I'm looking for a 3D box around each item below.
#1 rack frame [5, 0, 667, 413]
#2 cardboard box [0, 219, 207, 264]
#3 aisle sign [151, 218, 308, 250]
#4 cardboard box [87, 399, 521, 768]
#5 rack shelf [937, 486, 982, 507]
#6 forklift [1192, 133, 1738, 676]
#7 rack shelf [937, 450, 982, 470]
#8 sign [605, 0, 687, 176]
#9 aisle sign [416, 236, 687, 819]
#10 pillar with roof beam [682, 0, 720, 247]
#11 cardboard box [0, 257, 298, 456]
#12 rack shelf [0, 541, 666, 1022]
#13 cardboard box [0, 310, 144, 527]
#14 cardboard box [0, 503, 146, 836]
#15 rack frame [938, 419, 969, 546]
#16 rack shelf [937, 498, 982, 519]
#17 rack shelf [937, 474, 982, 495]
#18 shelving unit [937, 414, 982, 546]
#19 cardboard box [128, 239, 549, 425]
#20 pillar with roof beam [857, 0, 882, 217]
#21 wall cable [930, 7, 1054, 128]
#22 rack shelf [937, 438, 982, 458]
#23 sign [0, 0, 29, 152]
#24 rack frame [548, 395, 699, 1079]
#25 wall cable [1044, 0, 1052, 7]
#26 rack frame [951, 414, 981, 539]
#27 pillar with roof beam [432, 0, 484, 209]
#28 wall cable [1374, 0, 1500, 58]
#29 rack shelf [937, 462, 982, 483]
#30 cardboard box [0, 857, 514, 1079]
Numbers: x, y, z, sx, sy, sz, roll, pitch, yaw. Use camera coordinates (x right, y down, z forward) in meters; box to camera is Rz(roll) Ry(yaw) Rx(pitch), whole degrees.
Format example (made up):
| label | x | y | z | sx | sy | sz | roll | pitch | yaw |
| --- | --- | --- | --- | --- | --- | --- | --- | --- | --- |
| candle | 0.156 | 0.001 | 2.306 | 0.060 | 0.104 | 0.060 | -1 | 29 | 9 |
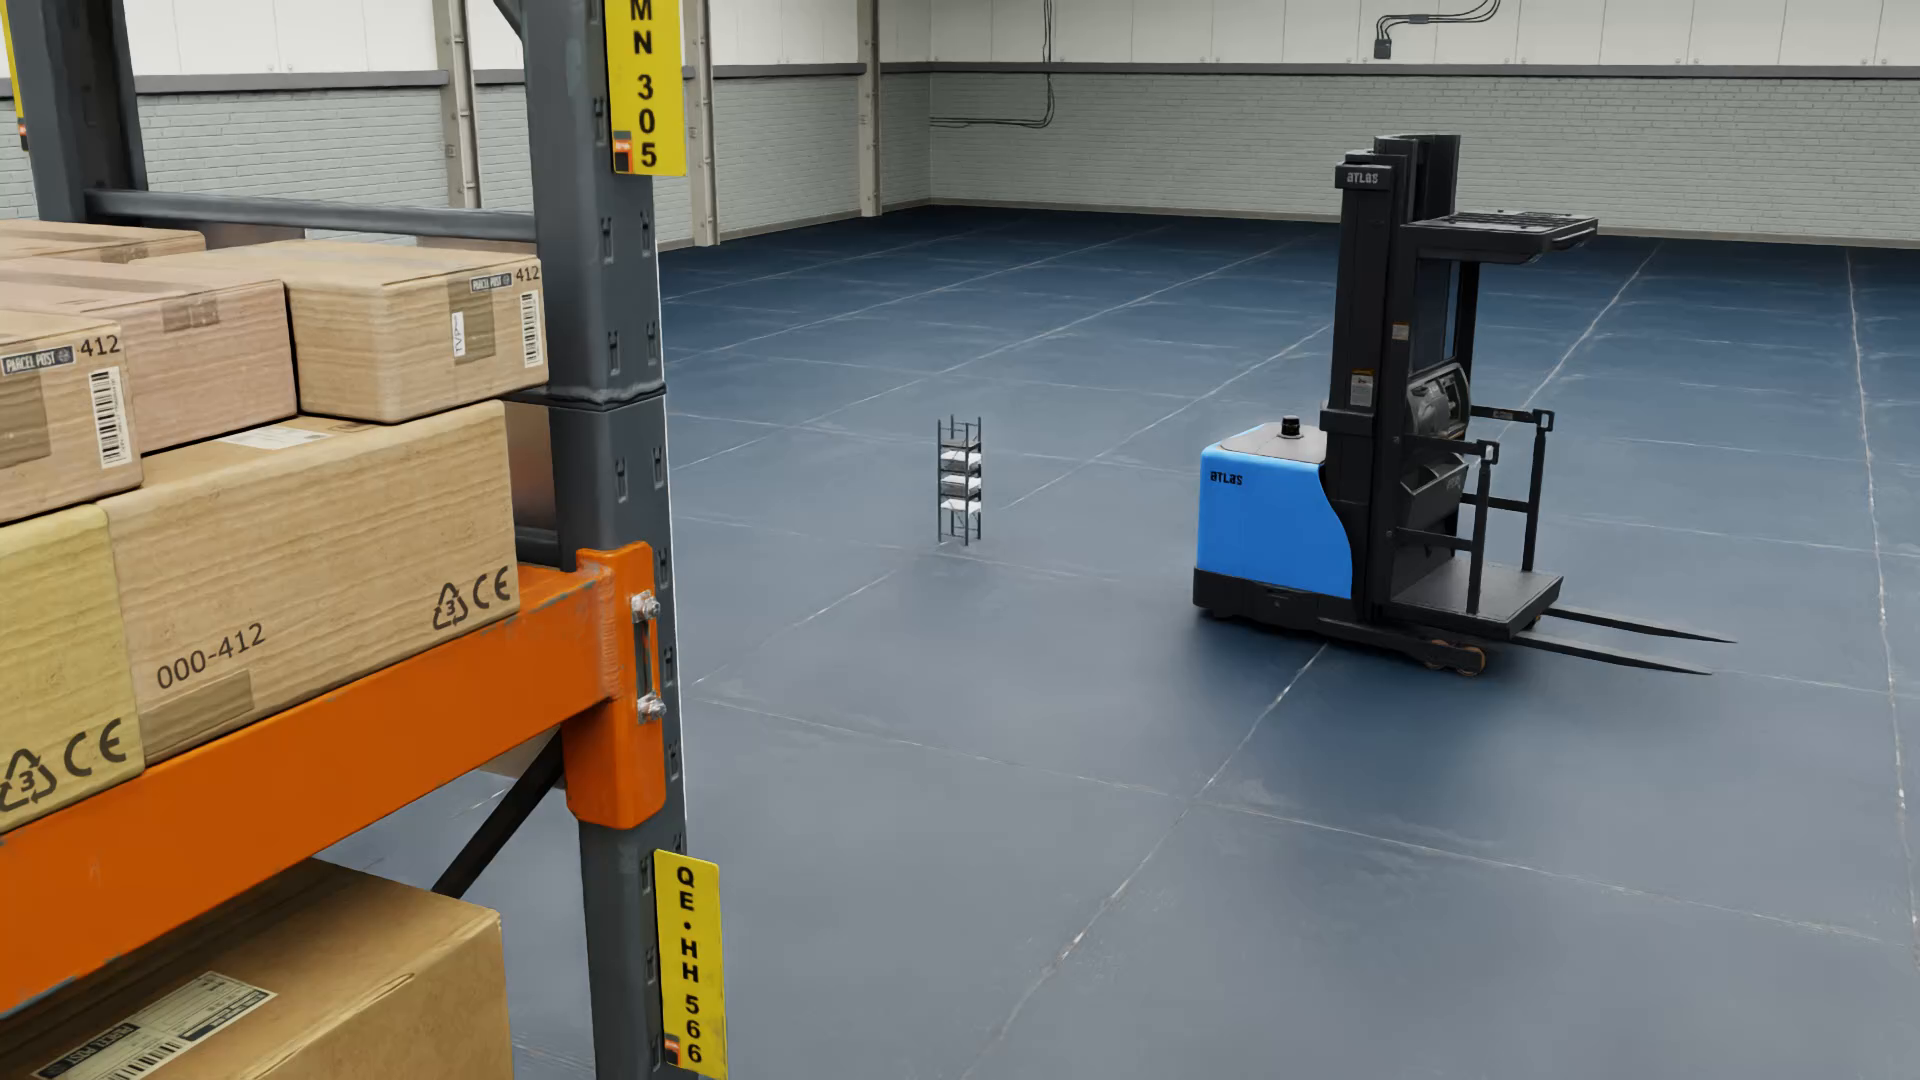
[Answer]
| label | x | y | z | sx | sy | sz | roll | pitch | yaw |
| --- | --- | --- | --- | --- | --- | --- | --- | --- | --- |
| rack frame | -0.849 | -1.671 | 1.847 | 1.000 | 3.000 | 0.127 | 8 | 18 | 25 |
| cardboard box | -1.179 | -0.312 | 2.102 | 0.380 | 0.149 | 0.250 | 8 | 18 | 25 |
| aisle sign | -1.089 | -0.096 | 2.513 | 0.394 | 0.787 | 0.004 | 8 | 18 | 25 |
| cardboard box | -0.837 | -0.007 | 1.773 | 0.500 | 0.250 | 0.500 | 9 | 19 | 27 |
| rack shelf | -0.004 | -0.311 | 11.924 | 0.258 | 0.077 | 0.200 | 8 | 18 | 25 |
| forklift | 2.955 | -0.805 | 9.585 | 3.031 | 2.935 | 1.130 | 11 | 20 | 34 |
| rack shelf | -0.004 | -0.570 | 11.848 | 0.258 | 0.077 | 0.200 | 8 | 18 | 25 |
| sign | -0.361 | -0.582 | 1.893 | 0.100 | 0.325 | 0.005 | 8 | 18 | 25 |
| aisle sign | -0.553 | -0.019 | 2.256 | 0.394 | 0.787 | 0.004 | 8 | 18 | 25 |
| pillar with roof beam | -0.699 | -9.066 | 26.742 | 9.100 | 9.000 | 0.400 | 8 | 18 | 25 |
| cardboard box | -0.915 | -0.191 | 1.694 | 0.380 | 0.149 | 0.250 | 7 | 18 | 24 |
| rack shelf | -1.742 | 0.621 | 0.661 | 1.077 | 0.370 | 4.000 | 8 | 18 | 25 |
| cardboard box | -0.939 | -0.107 | 1.412 | 0.380 | 0.149 | 0.250 | 7 | 18 | 23 |
| cardboard box | -1.057 | 0.121 | 1.344 | 0.500 | 0.250 | 0.500 | 8 | 18 | 26 |
| rack frame | -0.049 | -0.403 | 11.802 | 0.240 | 0.900 | 0.006 | 8 | 18 | 25 |
| rack shelf | -0.004 | -0.225 | 11.950 | 0.258 | 0.077 | 0.200 | 8 | 18 | 25 |
| rack shelf | -0.004 | -0.397 | 11.899 | 0.258 | 0.077 | 0.200 | 8 | 18 | 25 |
| shelving unit | -0.004 | -0.429 | 11.889 | 0.258 | 0.900 | 0.210 | 8 | 18 | 25 |
| cardboard box | -0.694 | -0.242 | 1.867 | 0.380 | 0.149 | 0.250 | 8 | 18 | 25 |
| pillar with roof beam | 1.982 | -10.594 | 31.887 | 9.100 | 9.000 | 0.400 | 8 | 18 | 25 |
| wall cable | 0.631 | -10.235 | 36.133 | 3.097 | 2.526 | 0.112 | 8 | 18 | 25 |
| rack shelf | -0.004 | -0.656 | 11.822 | 0.258 | 0.077 | 0.200 | 8 | 18 | 25 |
| sign | -1.334 | -0.722 | 2.382 | 0.100 | 0.325 | 0.005 | 8 | 18 | 25 |
| rack frame | -0.849 | 1.204 | 2.701 | 1.000 | 3.000 | 0.127 | 8 | 18 | 25 |
| wall cable | 3.051 | -12.312 | 34.256 | 3.097 | 2.526 | 0.112 | 8 | 18 | 25 |
| rack frame | 0.042 | -0.455 | 11.976 | 0.240 | 0.900 | 0.006 | 8 | 18 | 25 |
| pillar with roof beam | -3.380 | -7.537 | 21.596 | 9.100 | 9.000 | 0.400 | 8 | 18 | 25 |
| wall cable | 9.116 | -12.142 | 31.127 | 2.305 | 6.003 | 0.169 | 8 | 18 | 25 |
| rack shelf | -0.004 | -0.484 | 11.873 | 0.258 | 0.077 | 0.200 | 8 | 18 | 25 |
| cardboard box | -0.873 | 0.706 | 1.925 | 0.500 | 0.500 | 0.500 | 8 | 18 | 25 |
